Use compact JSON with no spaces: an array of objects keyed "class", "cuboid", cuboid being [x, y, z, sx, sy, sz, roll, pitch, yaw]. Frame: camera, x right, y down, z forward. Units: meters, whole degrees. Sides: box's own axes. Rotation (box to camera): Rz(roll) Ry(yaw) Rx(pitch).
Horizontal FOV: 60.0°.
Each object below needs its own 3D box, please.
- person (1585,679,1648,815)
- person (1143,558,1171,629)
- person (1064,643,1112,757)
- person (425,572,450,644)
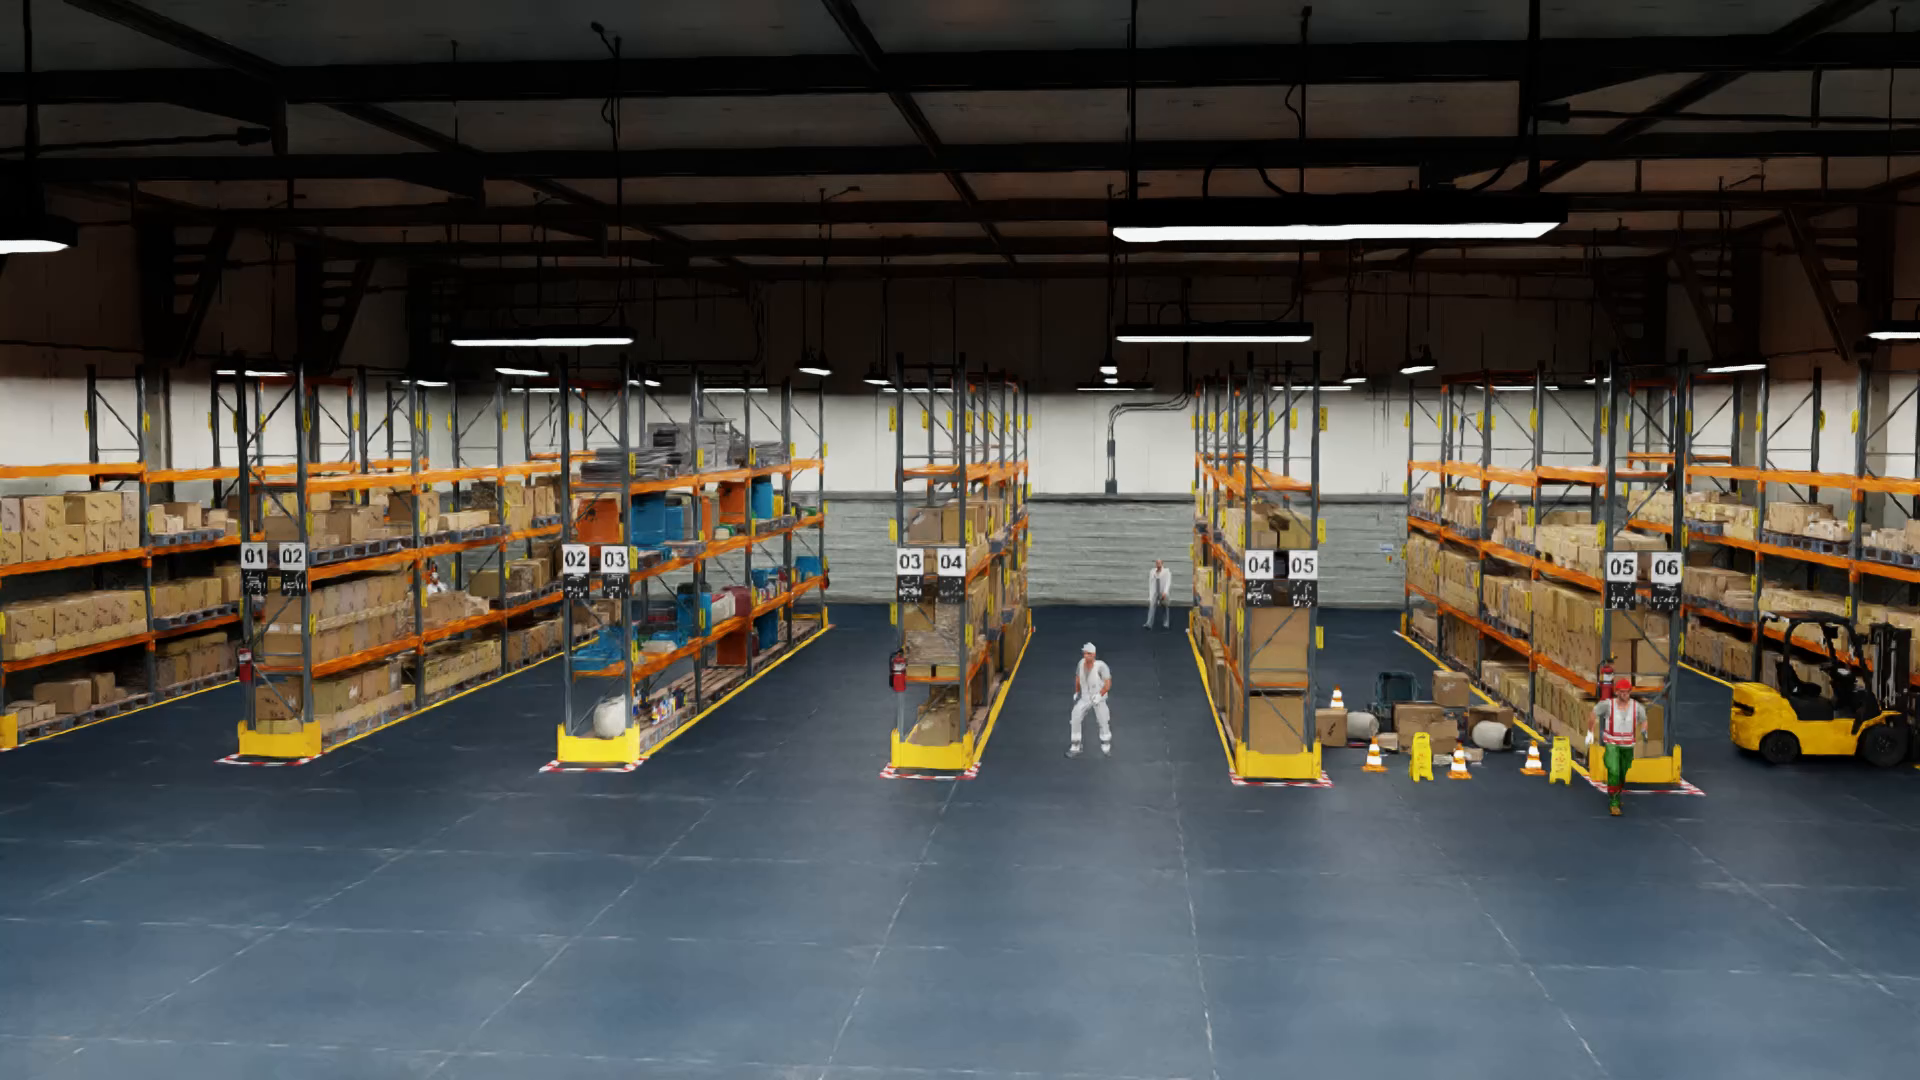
[{"class":"person","cuboid":[8.473,2.619,21.399,0.701,1.714,0.868,0,4,3]},{"class":"person","cuboid":[4.799,1.278,40.083,0.595,1.717,1.068,2,4,23]},{"class":"person","cuboid":[1.955,2.375,24.740,0.671,1.732,0.764,2,5,27]},{"class":"person","cuboid":[-11.884,1.520,37.837,0.628,1.599,0.829,0,4,0]}]
